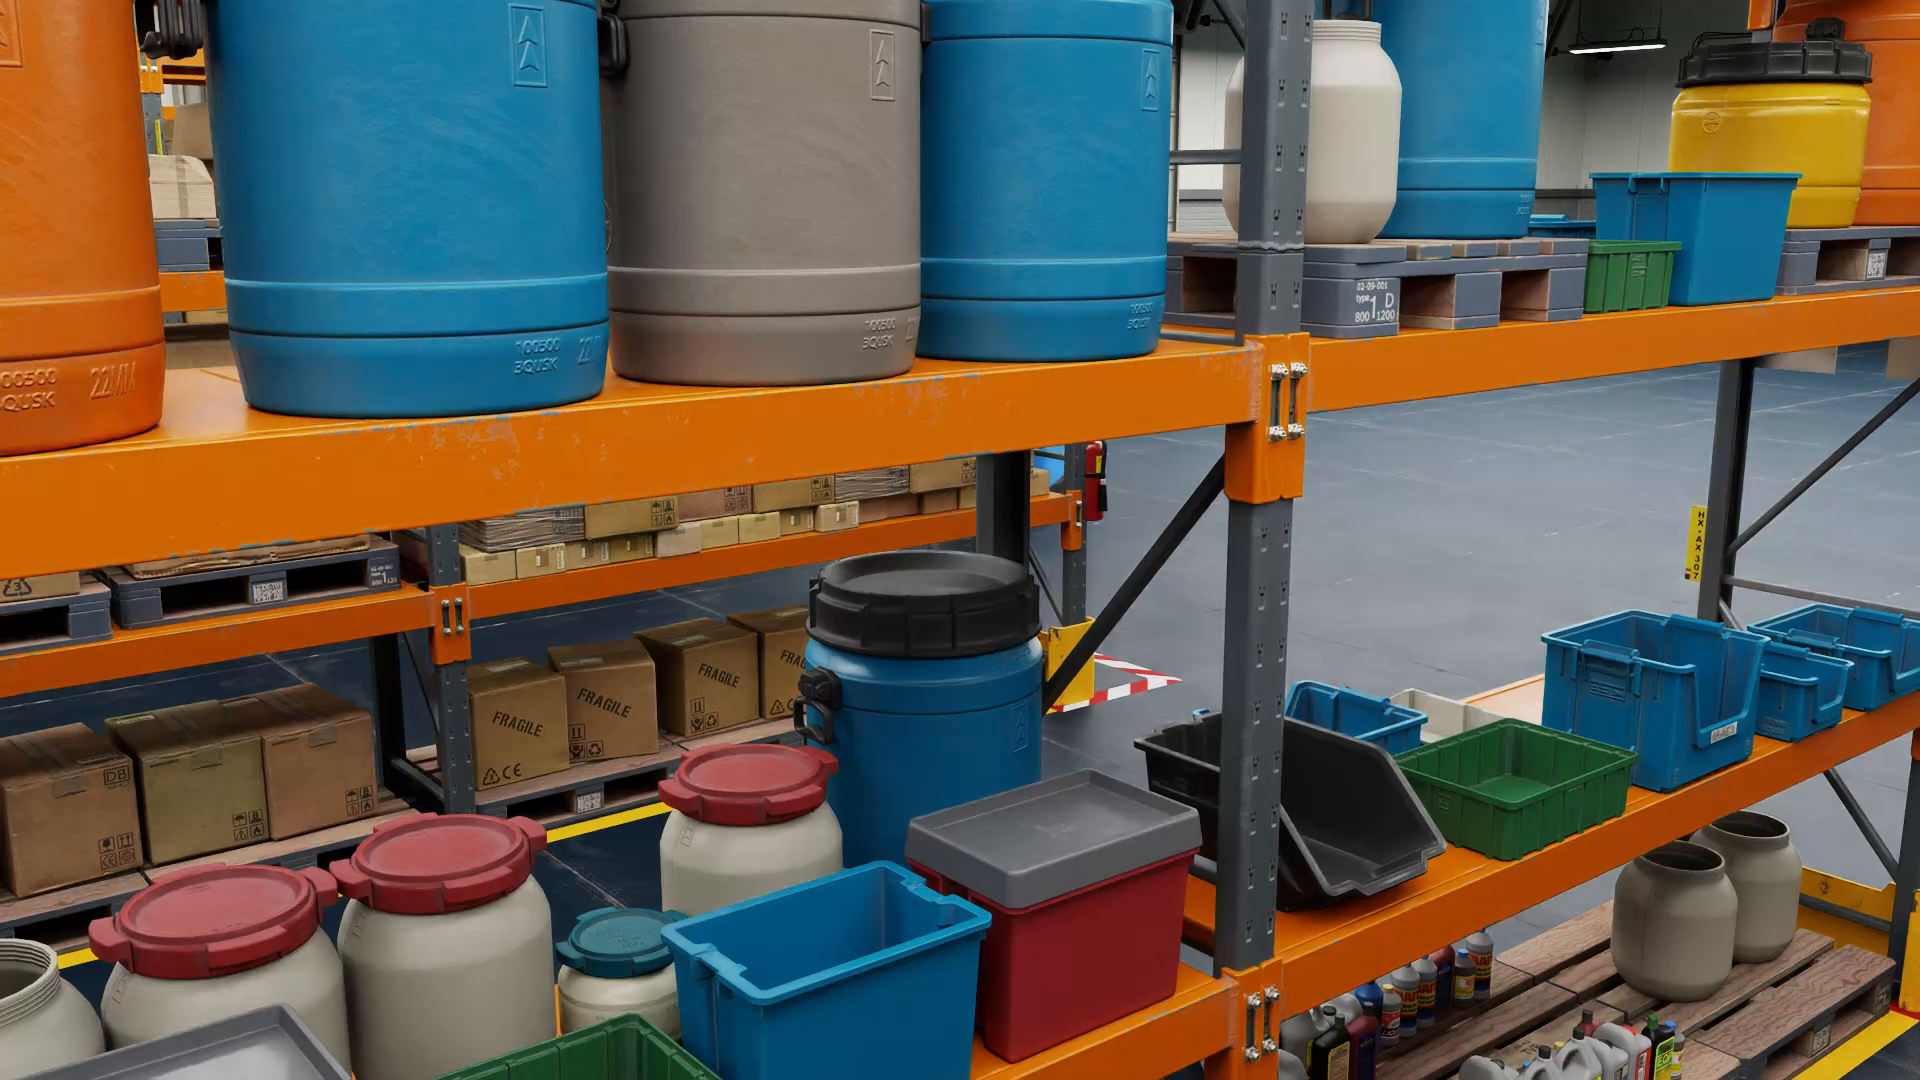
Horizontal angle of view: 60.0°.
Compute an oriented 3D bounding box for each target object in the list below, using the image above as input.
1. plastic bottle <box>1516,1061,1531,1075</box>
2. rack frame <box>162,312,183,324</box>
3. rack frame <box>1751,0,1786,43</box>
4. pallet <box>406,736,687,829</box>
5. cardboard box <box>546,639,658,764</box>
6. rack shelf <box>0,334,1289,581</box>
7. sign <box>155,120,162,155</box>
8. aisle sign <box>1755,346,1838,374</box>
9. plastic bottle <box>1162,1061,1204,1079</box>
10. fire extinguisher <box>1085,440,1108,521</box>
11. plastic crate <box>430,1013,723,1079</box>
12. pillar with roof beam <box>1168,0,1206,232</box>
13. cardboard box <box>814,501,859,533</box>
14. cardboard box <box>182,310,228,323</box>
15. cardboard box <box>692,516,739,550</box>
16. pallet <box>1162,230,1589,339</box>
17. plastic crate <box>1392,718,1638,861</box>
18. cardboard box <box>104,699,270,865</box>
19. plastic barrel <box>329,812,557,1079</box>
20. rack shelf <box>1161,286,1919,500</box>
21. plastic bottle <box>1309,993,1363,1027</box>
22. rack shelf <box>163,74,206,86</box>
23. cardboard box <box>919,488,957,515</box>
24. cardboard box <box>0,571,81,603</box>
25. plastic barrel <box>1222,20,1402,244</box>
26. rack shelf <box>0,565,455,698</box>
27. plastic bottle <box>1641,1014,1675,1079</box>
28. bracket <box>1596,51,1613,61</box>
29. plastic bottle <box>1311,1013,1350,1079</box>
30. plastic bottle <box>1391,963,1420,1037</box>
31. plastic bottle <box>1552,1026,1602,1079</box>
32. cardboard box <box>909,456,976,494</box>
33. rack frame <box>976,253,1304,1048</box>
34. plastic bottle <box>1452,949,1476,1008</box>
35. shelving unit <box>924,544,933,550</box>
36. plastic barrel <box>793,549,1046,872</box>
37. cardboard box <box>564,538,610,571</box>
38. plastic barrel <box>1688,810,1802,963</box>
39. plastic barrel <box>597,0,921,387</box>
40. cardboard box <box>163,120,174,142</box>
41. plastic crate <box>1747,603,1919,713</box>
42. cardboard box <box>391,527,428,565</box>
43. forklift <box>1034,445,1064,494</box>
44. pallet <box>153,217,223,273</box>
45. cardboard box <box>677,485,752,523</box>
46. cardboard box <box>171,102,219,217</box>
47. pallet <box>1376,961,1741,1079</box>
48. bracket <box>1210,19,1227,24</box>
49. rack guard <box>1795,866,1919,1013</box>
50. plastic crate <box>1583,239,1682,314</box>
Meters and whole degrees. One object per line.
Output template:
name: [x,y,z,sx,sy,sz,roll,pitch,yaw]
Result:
plastic bottle: [1.804,1.760,5.294,0.097,0.201,0.097,0,12,0]
rack frame: [-5.714,-0.859,11.952,0.127,3.000,1.000,-9,15,-38]
rack frame: [3.523,-2.692,6.140,0.127,3.000,1.000,-9,15,-38]
pallet: [-2.192,1.230,8.829,1.213,0.211,1.003,-9,15,-38]
cardboard box: [-1.915,0.855,8.888,0.500,0.500,0.500,-4,13,-20]
rack shelf: [-1.162,-0.094,2.860,4.000,0.370,1.077,-9,15,-38]
sign: [-5.368,-2.646,11.146,0.005,0.325,0.100,-9,15,-38]
aisle sign: [3.396,-1.086,6.761,0.004,0.787,0.394,-9,15,-38]
plastic bottle: [0.722,1.712,5.162,0.185,0.351,0.144,-10,16,-39]
fire extinguisher: [0.806,-0.463,10.272,0.183,0.674,0.296,-9,15,-38]
plastic crate: [-0.784,1.137,3.061,0.662,0.188,0.450,-9,15,-38]
pillar with roof beam: [6.772,-7.600,29.256,0.548,9.000,9.100,-9,15,-38]
cardboard box: [-0.770,-0.155,9.244,0.250,0.149,0.380,-9,15,-38]
cardboard box: [-5.405,-1.503,12.024,0.550,0.550,0.875,-9,15,-38]
cardboard box: [-1.378,-0.064,8.812,0.250,0.149,0.380,-9,15,-38]
pallet: [0.902,-0.722,4.542,1.003,0.211,1.213,-9,15,-38]
plastic crate: [1.636,0.735,4.955,0.662,0.188,0.450,-9,15,-38]
cardboard box: [-3.572,1.101,7.680,0.500,0.500,0.700,-10,15,-38]
plastic barrel: [-1.057,0.879,3.439,0.433,0.535,0.433,0,12,0]
rack shelf: [1.961,-0.613,5.304,4.000,0.370,1.077,-9,15,-38]
plastic bottle: [1.254,1.662,5.581,0.135,0.276,0.152,-9,15,-37]
rack shelf: [-7.324,-4.489,16.346,4.000,0.370,1.077,-9,15,-38]
cardboard box: [-0.228,-0.264,9.755,0.250,0.149,0.380,-9,15,-38]
cardboard box: [-3.990,-0.057,6.918,0.637,0.503,0.797,-8,14,-32]
plastic barrel: [0.859,-0.989,4.065,0.421,0.512,0.421,0,12,0]
rack shelf: [-4.256,0.570,6.955,4.000,0.370,1.077,-9,15,-38]
plastic bottle: [2.283,1.684,5.457,0.133,0.283,0.061,-9,15,-36]
bracket: [15.850,-11.920,40.934,0.430,0.232,0.235,-9,15,-38]
plastic bottle: [1.209,1.692,5.421,0.133,0.283,0.061,-9,15,-38]
plastic bottle: [1.567,1.604,5.860,0.097,0.271,0.097,0,12,0]
plastic bottle: [1.914,1.701,5.213,0.185,0.351,0.144,-9,15,-35]
cardboard box: [-0.333,-0.604,9.793,0.500,0.500,0.875,-9,15,-38]
rack frame: [0.400,0.762,4.319,0.127,3.000,1.000,-9,15,-38]
plastic bottle: [1.832,1.595,6.075,0.097,0.201,0.097,0,12,0]
shelving unit: [-0.005,-0.549,15.008,1.048,1.125,0.538,-9,15,-38]
plastic barrel: [-0.091,0.518,4.262,0.708,0.901,0.600,-9,15,-38]
cardboard box: [-1.958,0.035,8.347,0.250,0.149,0.380,-9,15,-38]
plastic barrel: [3.057,1.352,6.517,0.421,0.512,0.421,0,12,0]
plastic barrel: [-0.373,-0.764,3.079,0.600,0.901,0.600,0,12,0]
cardboard box: [-5.628,-2.947,11.997,0.250,0.149,0.380,-10,15,-38]
plastic crate: [3.319,0.429,6.244,0.616,0.251,0.499,-9,15,-38]
cardboard box: [-2.710,0.006,8.484,0.250,0.149,0.380,-9,15,-38]
forklift: [0.679,-1.915,17.090,1.130,2.935,3.031,3,12,14]
pallet: [-3.243,-1.354,7.514,1.003,0.211,1.213,-9,15,-38]
cardboard box: [-1.565,-0.425,8.950,0.500,0.500,0.875,-9,15,-38]
cardboard box: [-3.123,-1.720,7.525,0.637,0.503,0.797,-10,16,-40]
pallet: [1.903,1.886,5.737,1.213,0.211,1.003,-9,15,-38]
bracket: [6.654,-10.392,33.738,4.783,0.066,0.076,-9,15,-38]
rack guard: [3.493,1.483,6.940,0.348,0.500,1.175,-9,15,-38]
plastic crate: [1.802,-0.762,4.786,0.450,0.188,0.336,-9,15,-38]
